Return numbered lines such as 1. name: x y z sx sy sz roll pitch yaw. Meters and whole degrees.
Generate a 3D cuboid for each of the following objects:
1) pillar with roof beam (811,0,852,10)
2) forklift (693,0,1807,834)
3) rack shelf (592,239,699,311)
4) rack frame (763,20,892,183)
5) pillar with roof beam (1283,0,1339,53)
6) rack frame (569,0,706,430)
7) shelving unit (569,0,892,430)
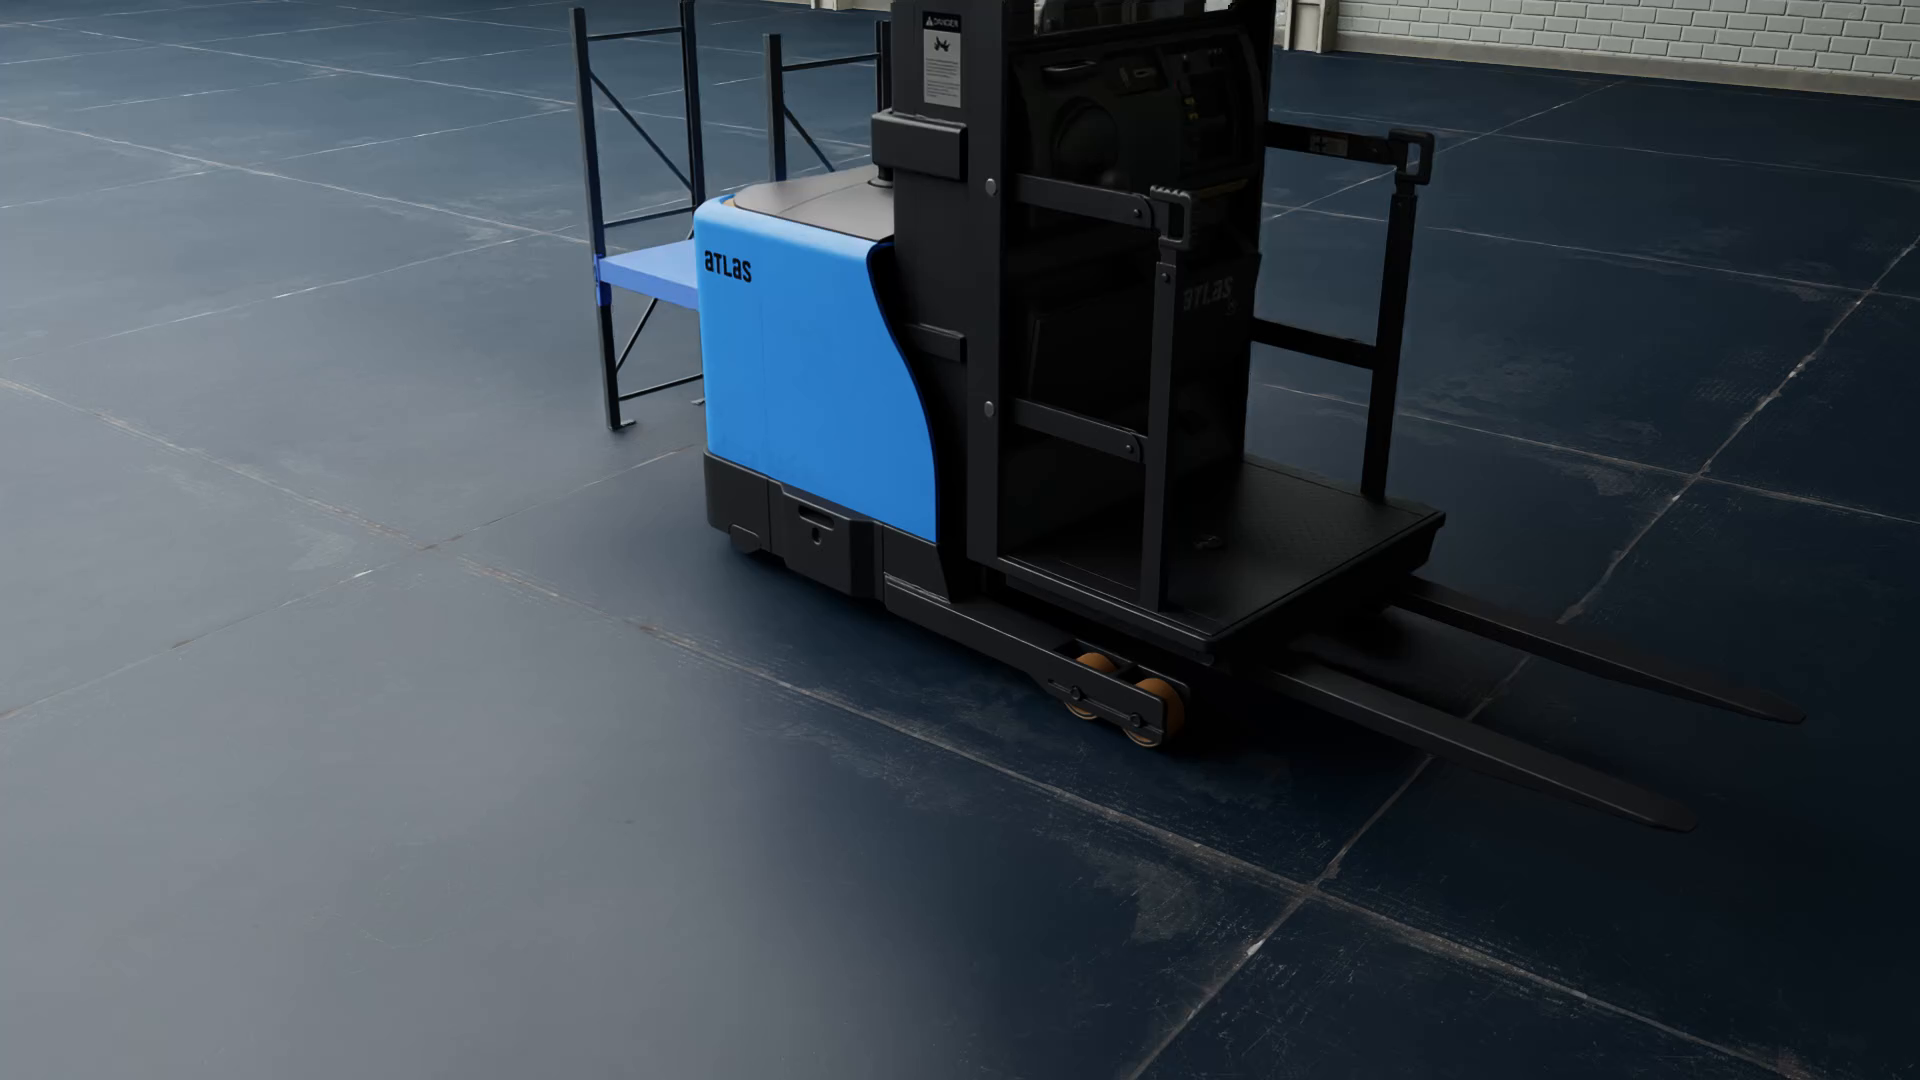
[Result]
1. pillar with roof beam: -4.051 -8.858 14.194 0.400 9.000 9.100 17 29 33
2. forklift: 0.617 -1.069 4.040 3.031 2.935 1.130 21 32 40
3. rack shelf: -0.766 -0.864 5.796 1.000 0.185 0.538 21 32 40
4. rack frame: -0.401 -0.886 5.400 0.032 1.500 0.500 21 32 40
5. pillar with roof beam: 0.750 -7.407 10.901 0.400 9.000 9.100 17 29 33
6. rack frame: -1.131 -1.171 6.047 0.032 1.500 0.500 21 32 40
7. shelving unit: -0.766 -1.028 5.724 1.048 1.500 0.538 21 32 40
